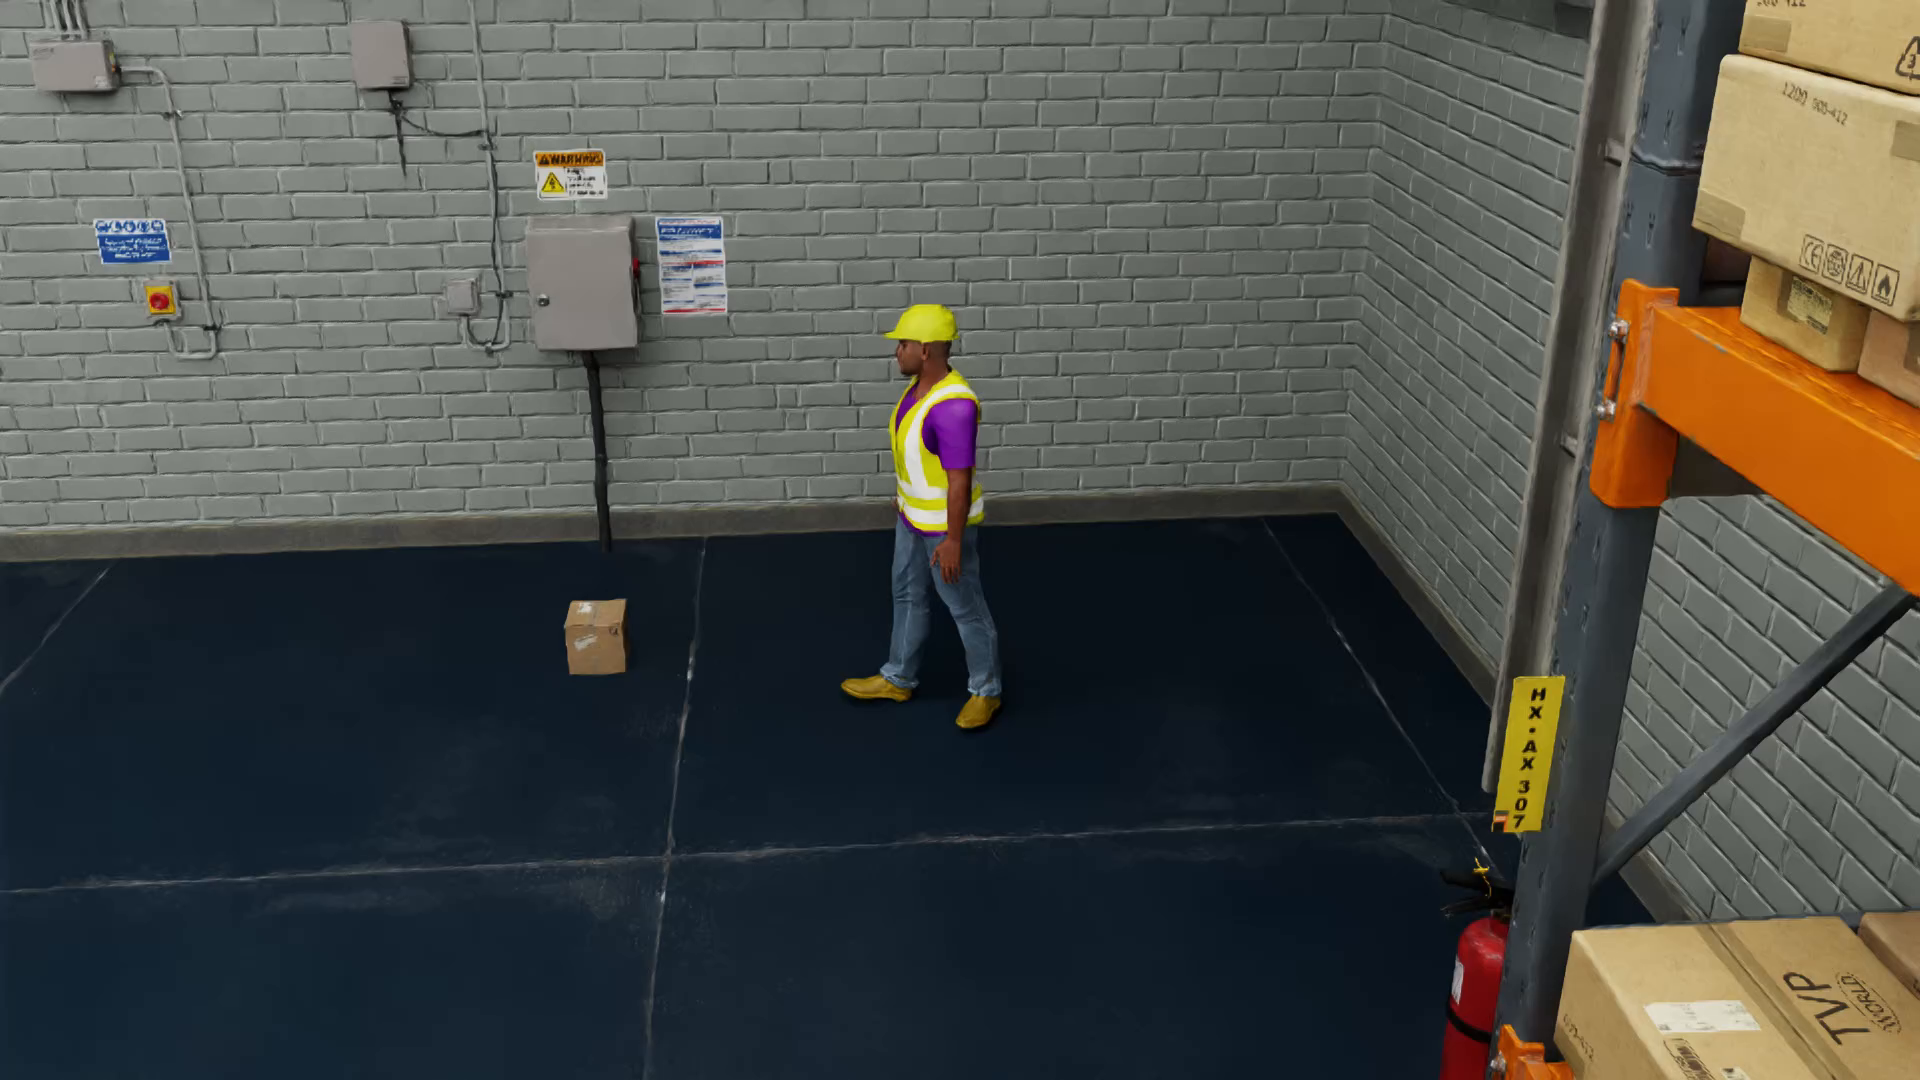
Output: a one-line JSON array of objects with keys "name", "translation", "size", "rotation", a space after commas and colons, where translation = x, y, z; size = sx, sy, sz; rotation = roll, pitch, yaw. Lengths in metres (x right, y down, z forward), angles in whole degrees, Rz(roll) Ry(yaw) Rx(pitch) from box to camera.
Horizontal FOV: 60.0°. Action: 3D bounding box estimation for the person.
[{"name": "person", "translation": [-0.160, -0.103, 6.783], "size": [0.628, 1.766, 0.708], "rotation": [-8, 25, -18]}]
